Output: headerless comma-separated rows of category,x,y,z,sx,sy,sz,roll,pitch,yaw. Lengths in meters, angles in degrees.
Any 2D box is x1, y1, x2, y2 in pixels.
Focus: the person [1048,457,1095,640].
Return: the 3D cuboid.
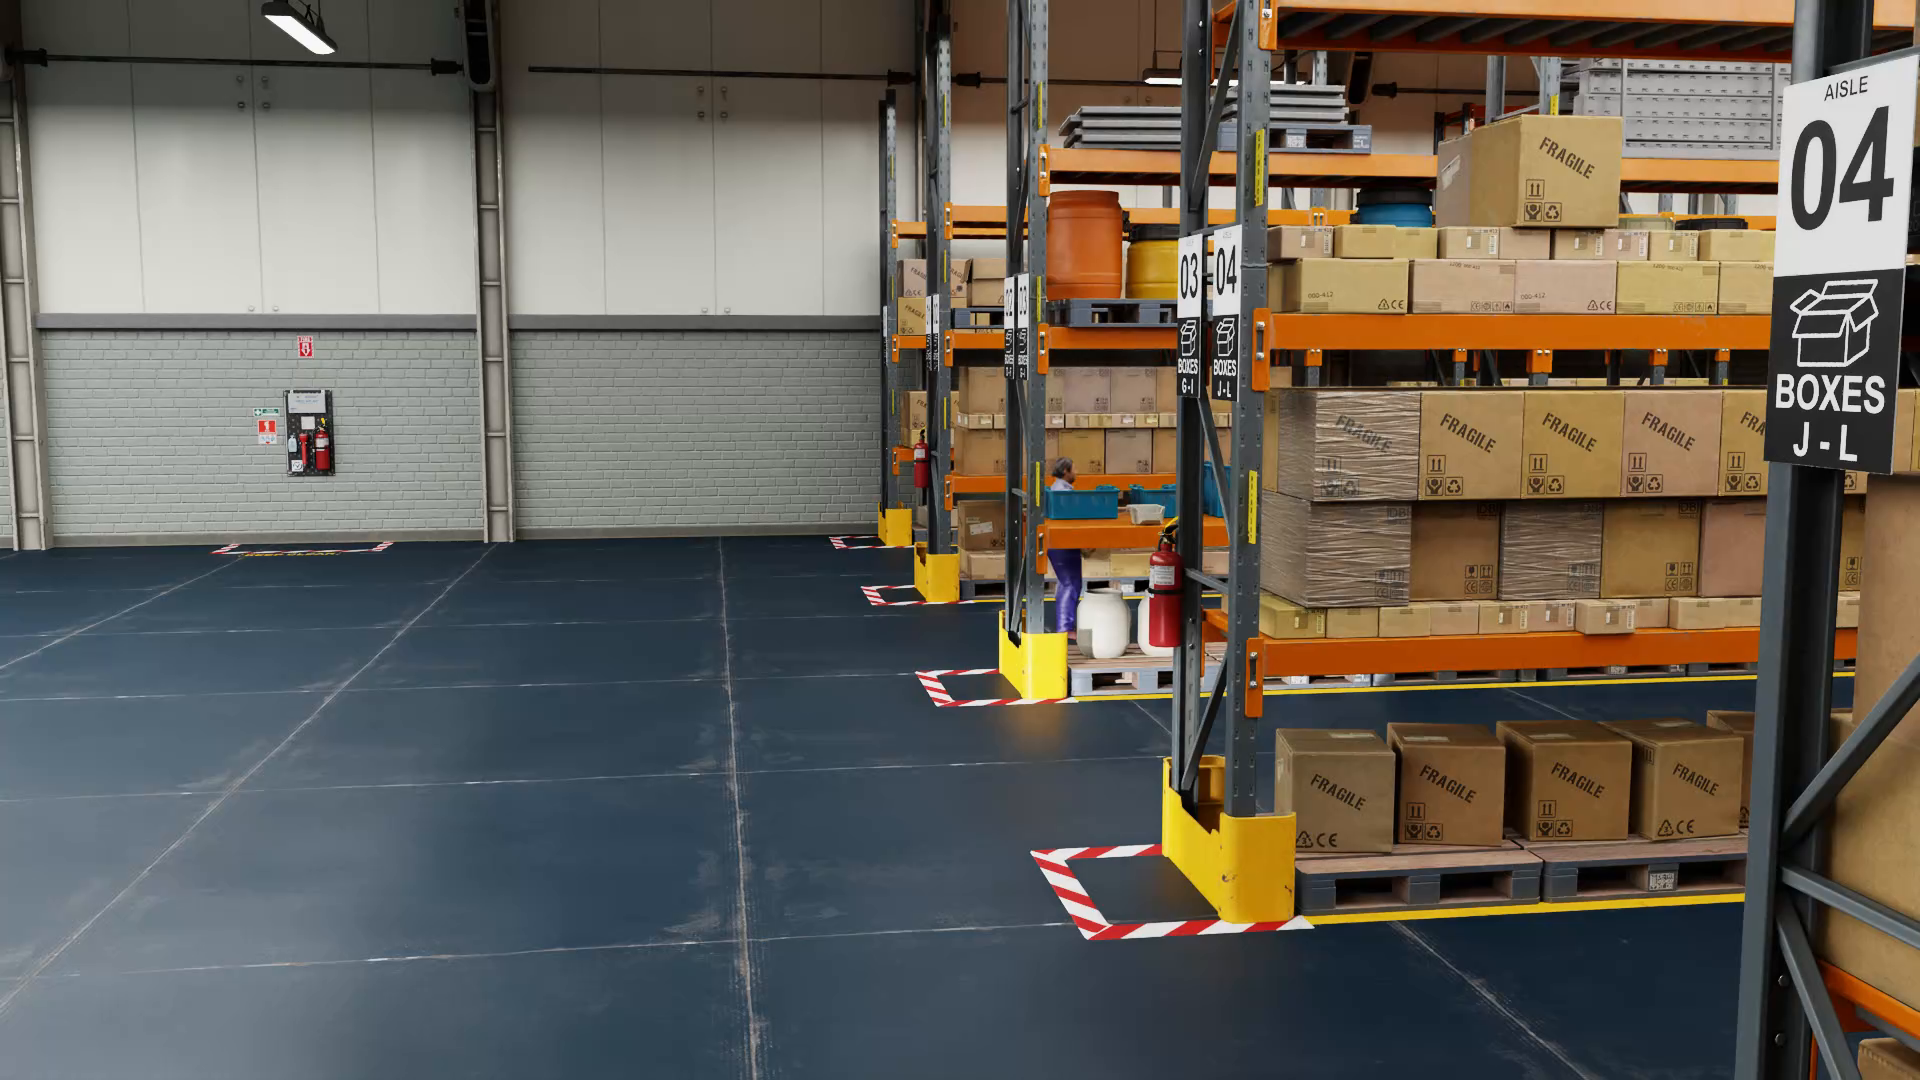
person,1.009,0.065,15.297,0.450,1.656,0.498,-1,7,-9
